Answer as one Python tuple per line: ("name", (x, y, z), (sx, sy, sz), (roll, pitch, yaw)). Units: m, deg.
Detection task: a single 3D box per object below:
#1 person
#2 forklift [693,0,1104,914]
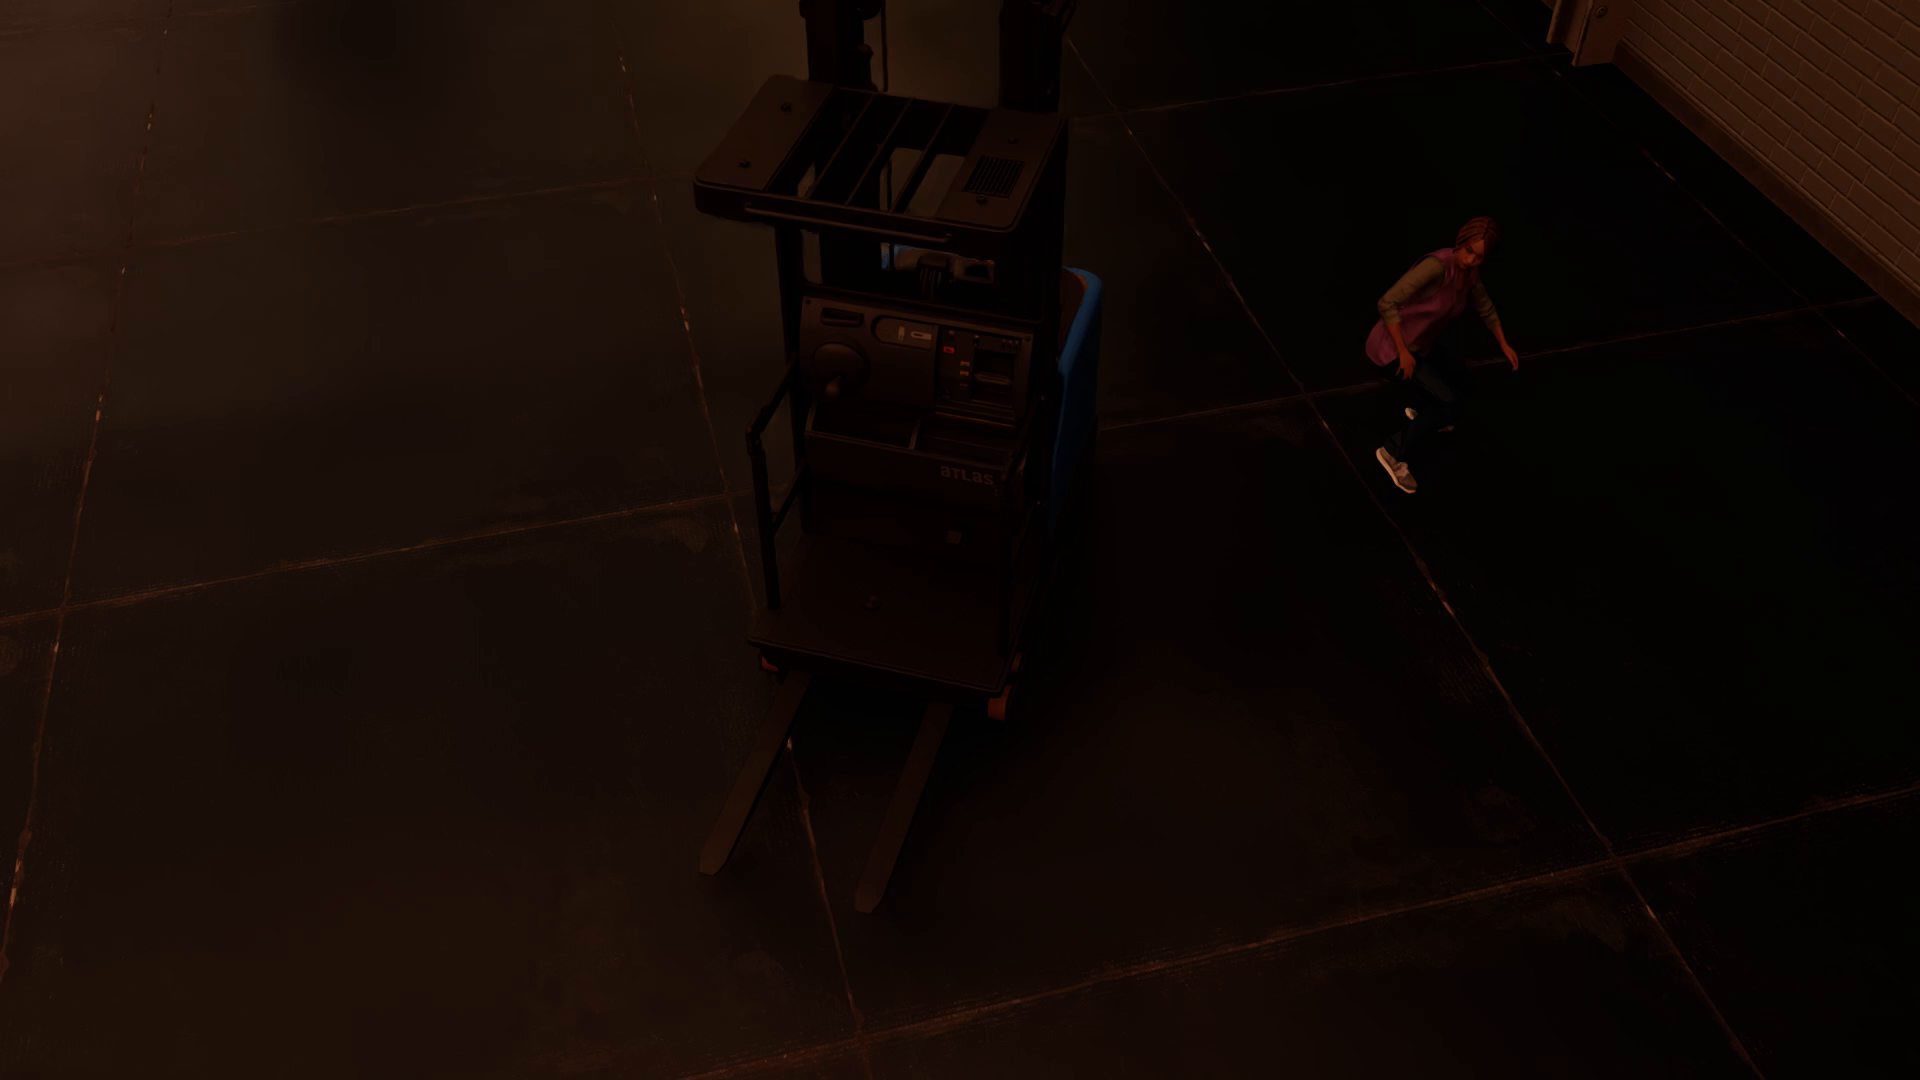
("person", (2.230, -0.886, 7.765), (0.603, 1.384, 0.722), (30, 51, 28))
("forklift", (-0.231, -0.611, 6.292), (1.130, 2.935, 3.031), (11, 44, 11))
